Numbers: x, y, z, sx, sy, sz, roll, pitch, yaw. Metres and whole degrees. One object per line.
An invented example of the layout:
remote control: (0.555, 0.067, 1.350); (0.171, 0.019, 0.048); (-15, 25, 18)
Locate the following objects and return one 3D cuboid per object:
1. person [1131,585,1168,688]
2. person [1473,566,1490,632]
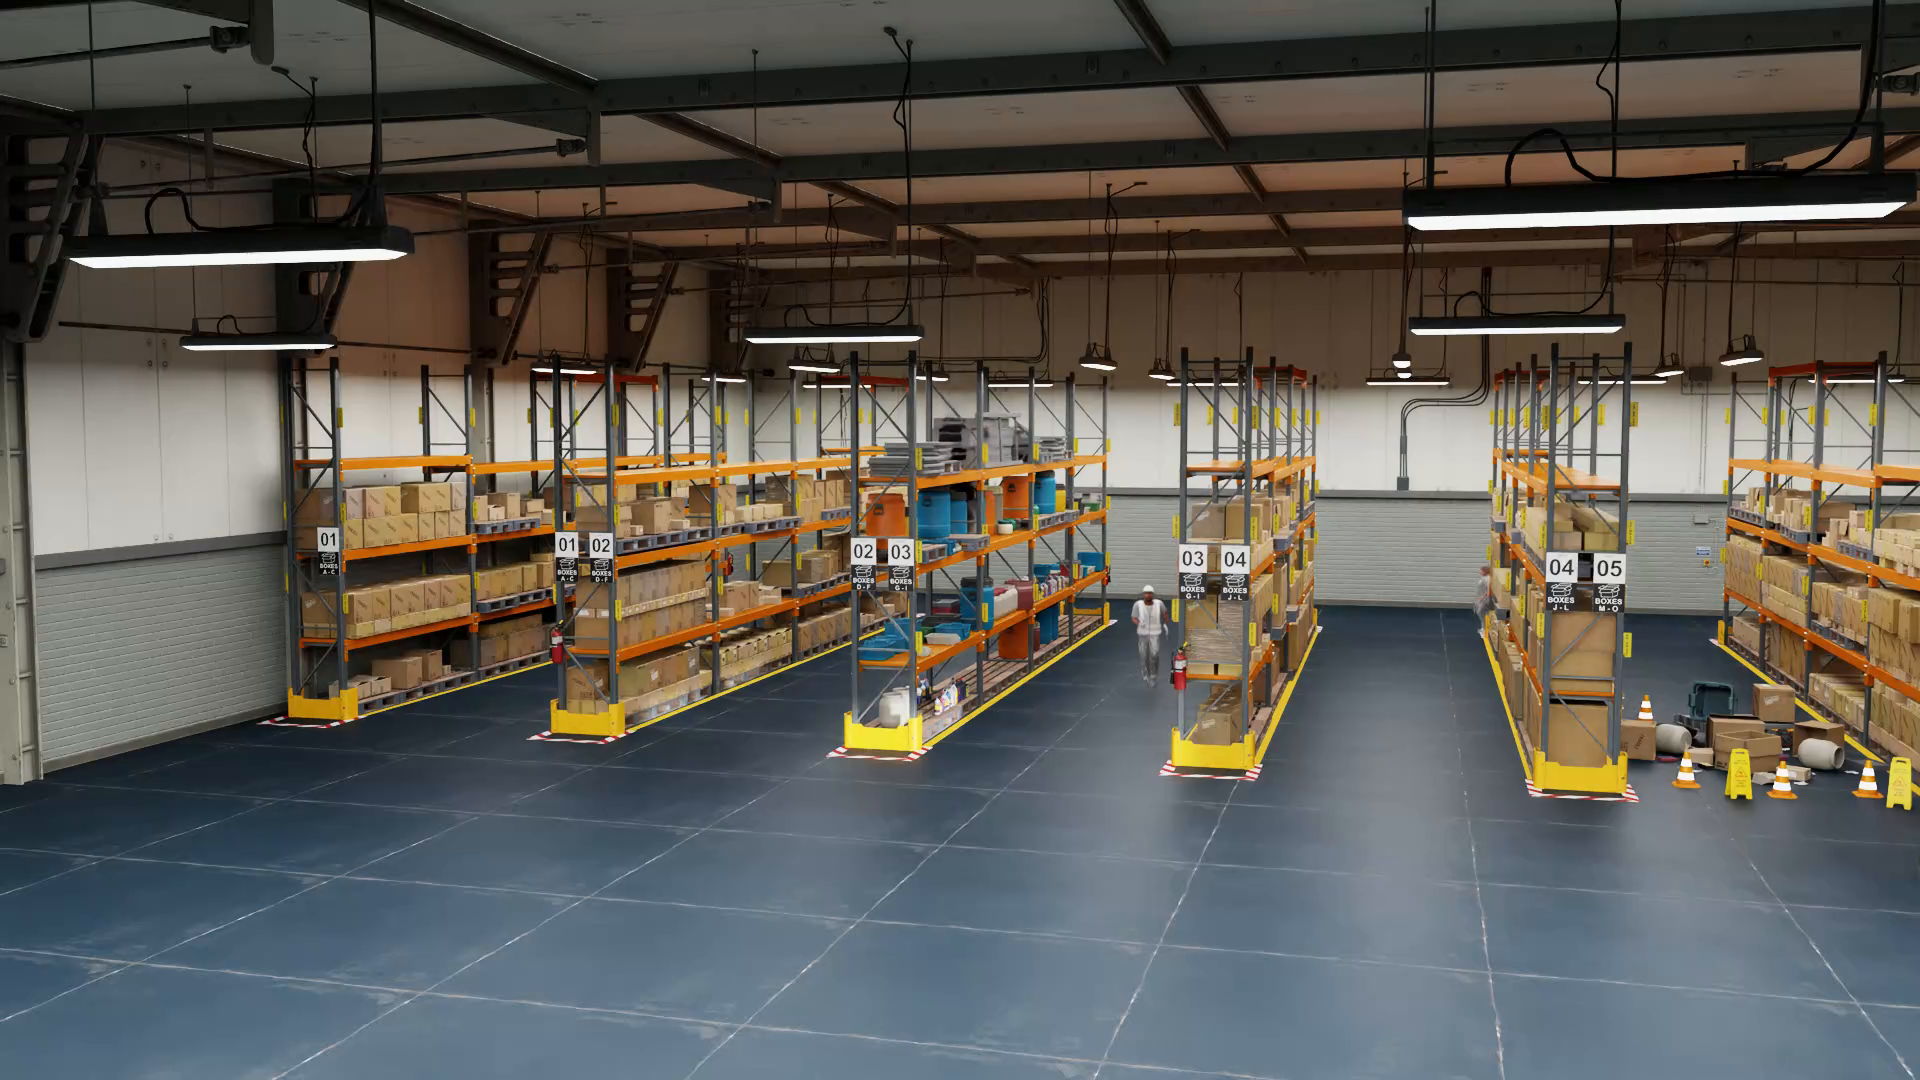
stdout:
person: (3.363, 1.718, 29.504); (0.662, 1.835, 0.782); (1, 4, 7)
person: (12.267, 1.382, 38.893); (0.493, 1.569, 0.570); (0, 4, 6)
